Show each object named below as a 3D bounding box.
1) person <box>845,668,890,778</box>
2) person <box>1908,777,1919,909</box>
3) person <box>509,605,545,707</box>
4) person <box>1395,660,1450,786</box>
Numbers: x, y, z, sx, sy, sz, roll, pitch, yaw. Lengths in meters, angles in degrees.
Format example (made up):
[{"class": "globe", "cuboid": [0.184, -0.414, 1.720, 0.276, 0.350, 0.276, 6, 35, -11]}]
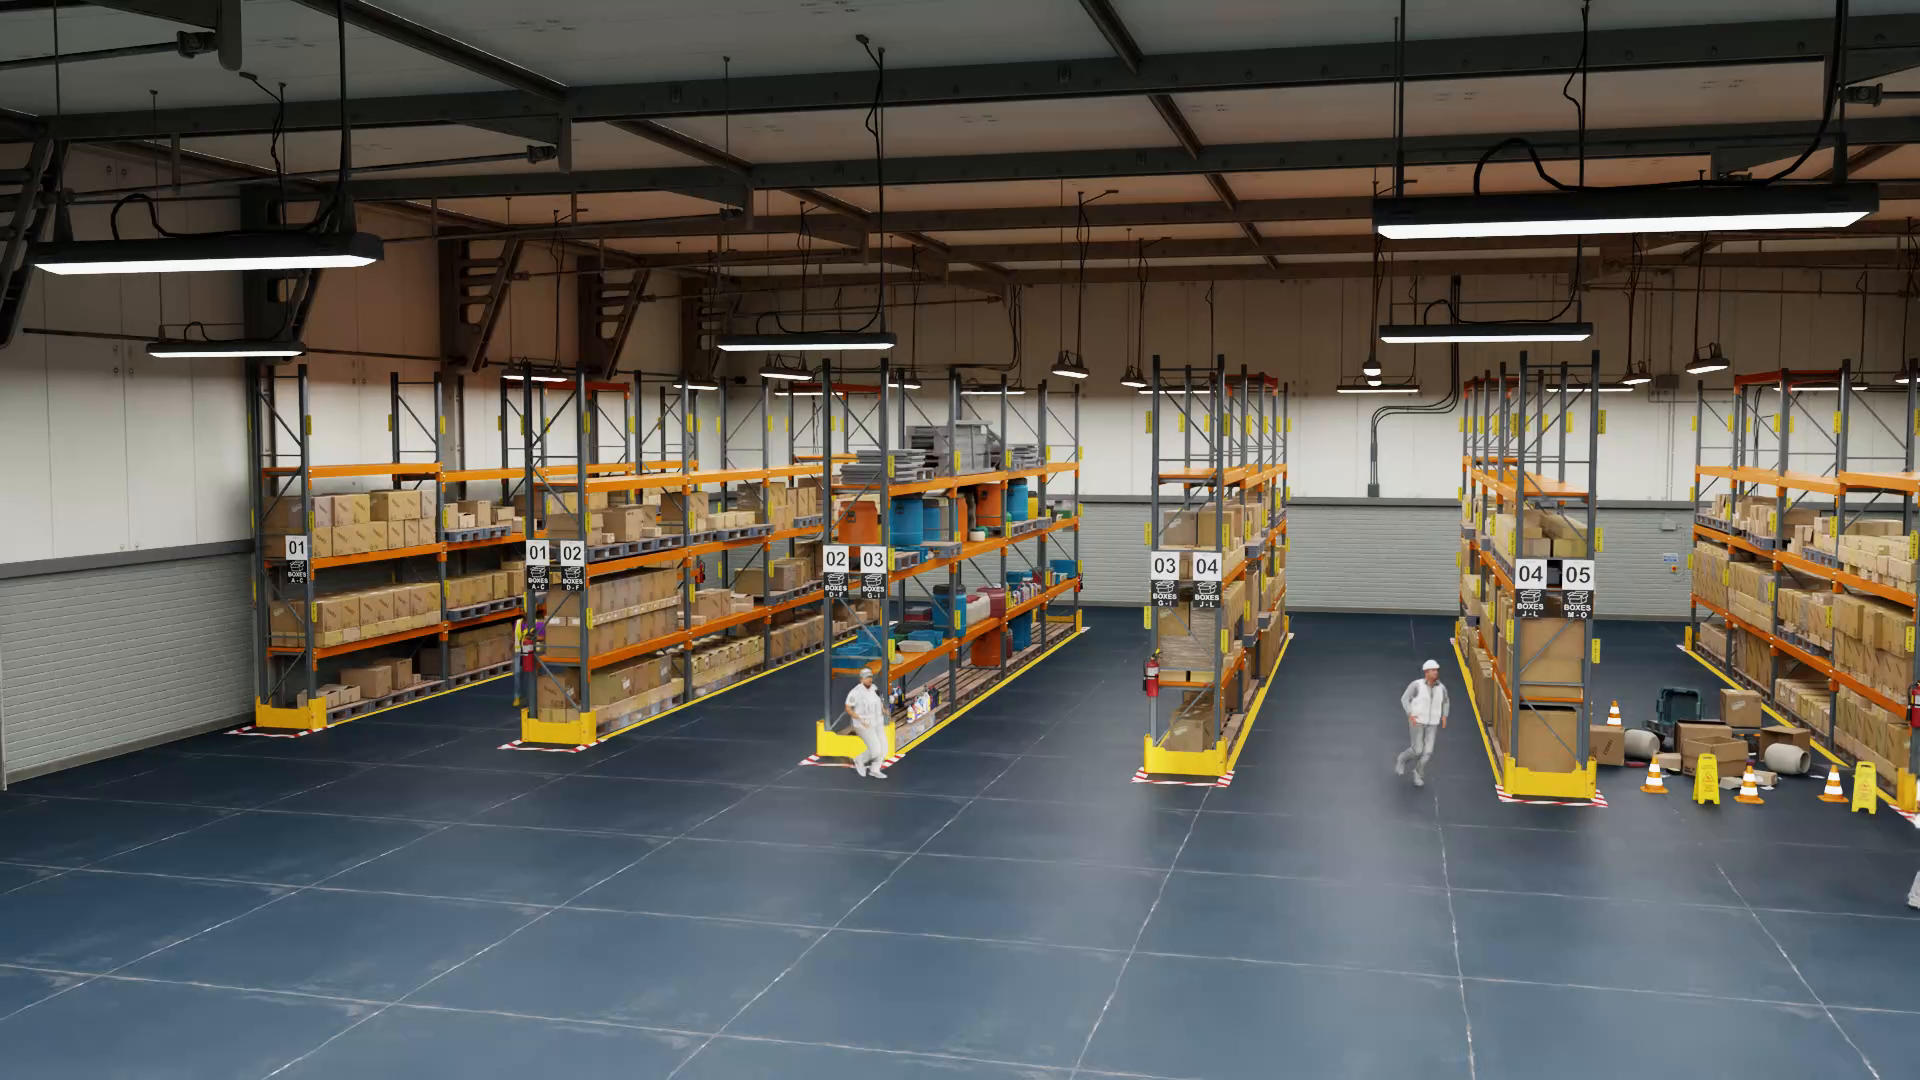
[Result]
[{"class": "person", "cuboid": [-1.280, 2.595, 23.447, 0.527, 1.590, 0.611, 3, 5, 37]}, {"class": "person", "cuboid": [10.031, 2.957, 16.982, 0.700, 1.736, 0.633, -3, 5, -33]}, {"class": "person", "cuboid": [-7.779, 2.044, 29.873, 0.686, 1.806, 0.846, 0, 4, 4]}, {"class": "person", "cuboid": [6.538, 2.542, 23.319, 0.697, 1.722, 0.564, -1, 4, -9]}]
